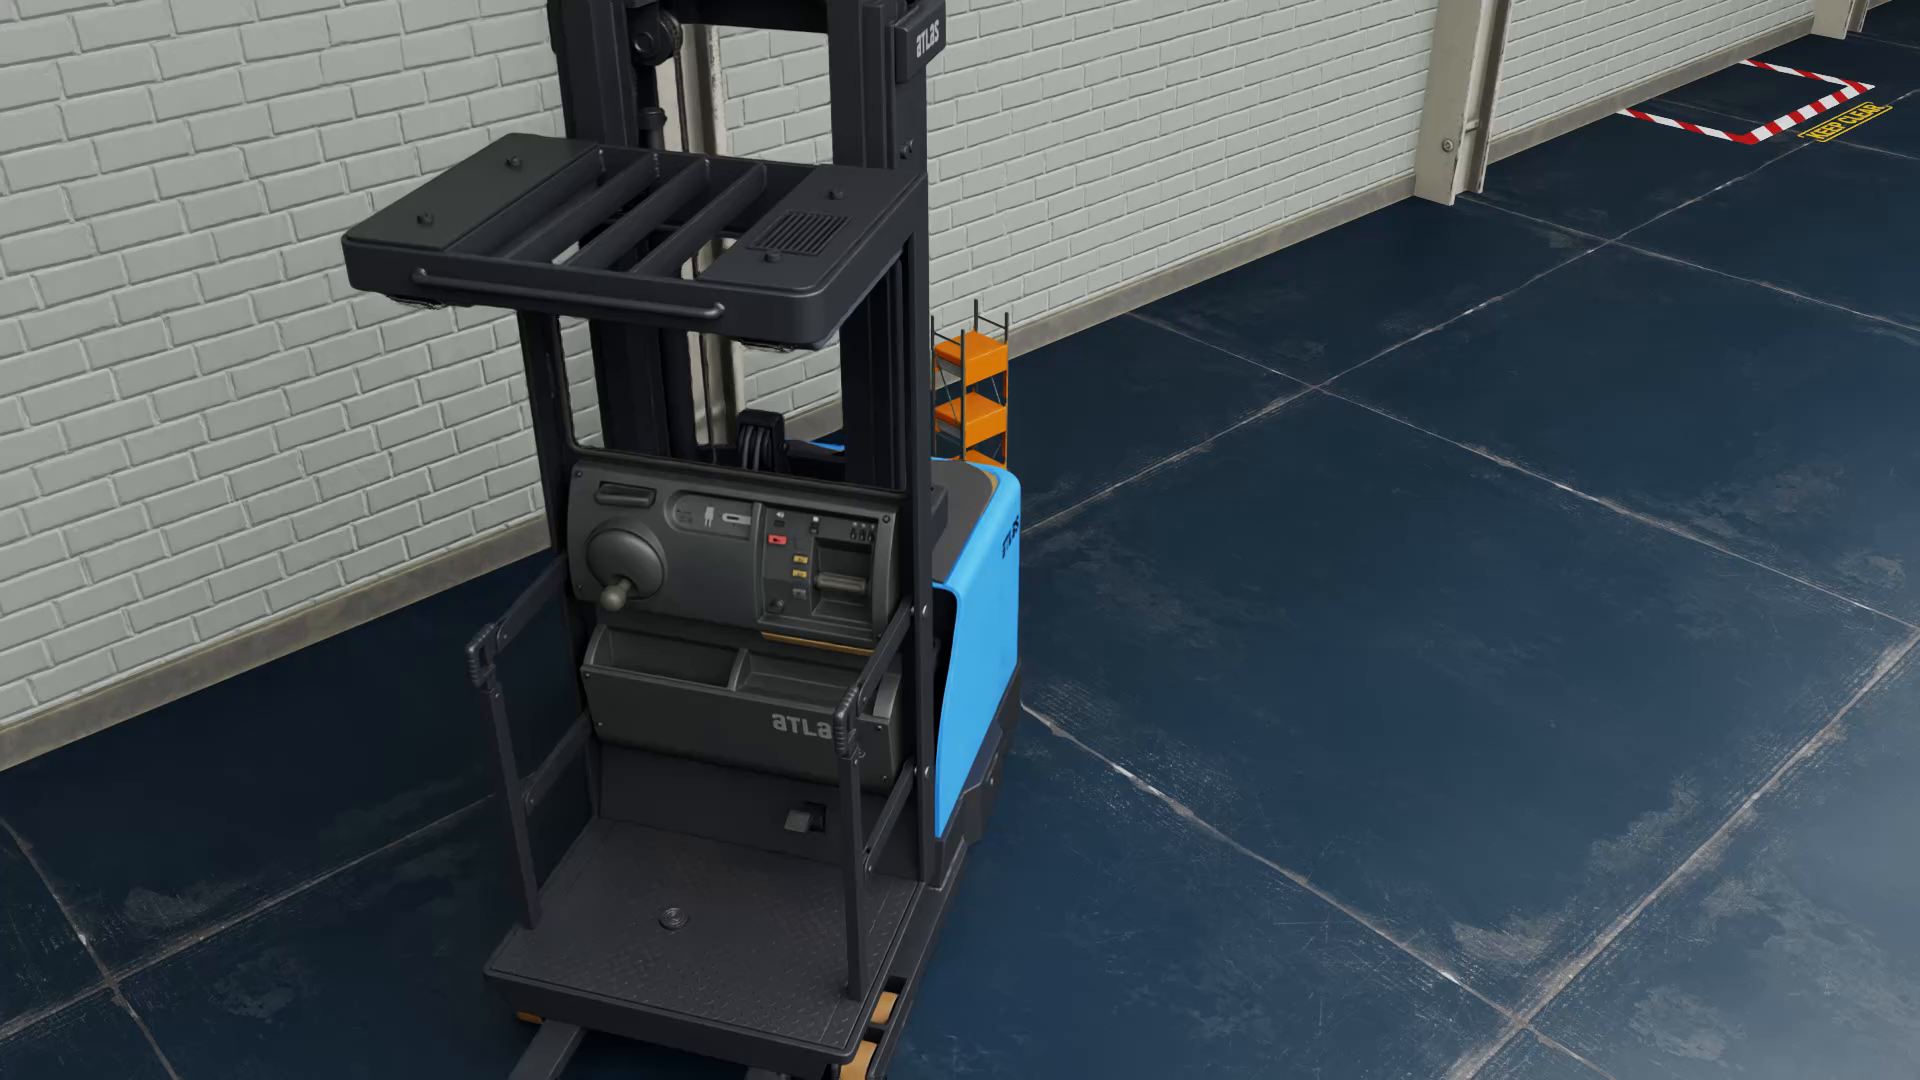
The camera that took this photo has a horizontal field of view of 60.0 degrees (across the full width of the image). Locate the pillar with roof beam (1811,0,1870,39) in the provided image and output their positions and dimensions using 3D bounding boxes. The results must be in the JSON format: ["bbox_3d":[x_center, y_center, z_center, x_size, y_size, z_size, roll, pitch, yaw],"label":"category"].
[{"bbox_3d":[10.545,-6.621,9.452,0.400,9.000,9.100,-26,40,-35],"label":"pillar with roof beam"}]

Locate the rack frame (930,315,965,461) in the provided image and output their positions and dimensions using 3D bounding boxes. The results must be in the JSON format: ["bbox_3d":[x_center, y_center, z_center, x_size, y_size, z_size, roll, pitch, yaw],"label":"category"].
[{"bbox_3d":[-0.050,-0.424,6.936,0.008,1.050,0.200,-26,40,-35],"label":"rack frame"}]

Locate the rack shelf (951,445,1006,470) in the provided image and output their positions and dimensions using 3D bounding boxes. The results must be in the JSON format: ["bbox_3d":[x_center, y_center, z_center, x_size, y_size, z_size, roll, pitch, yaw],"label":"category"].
[{"bbox_3d":[0.039,-0.221,7.158,0.240,0.259,0.215,-26,40,-35],"label":"rack shelf"}]

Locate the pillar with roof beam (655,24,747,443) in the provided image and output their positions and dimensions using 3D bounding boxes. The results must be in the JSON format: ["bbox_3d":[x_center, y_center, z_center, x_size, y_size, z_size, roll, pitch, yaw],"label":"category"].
[{"bbox_3d":[1.746,-2.364,2.491,0.400,9.000,9.100,-26,40,-35],"label":"pillar with roof beam"}]

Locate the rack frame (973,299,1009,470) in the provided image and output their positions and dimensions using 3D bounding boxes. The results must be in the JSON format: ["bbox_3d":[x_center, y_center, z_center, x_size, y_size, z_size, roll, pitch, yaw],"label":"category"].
[{"bbox_3d":[0.129,-0.510,7.078,0.008,1.050,0.200,-26,40,-35],"label":"rack frame"}]

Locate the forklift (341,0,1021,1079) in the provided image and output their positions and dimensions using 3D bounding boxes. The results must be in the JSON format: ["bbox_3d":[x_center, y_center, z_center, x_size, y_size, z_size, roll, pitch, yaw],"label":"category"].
[{"bbox_3d":[-0.679,0.091,4.291,1.130,2.935,3.031,9,32,14],"label":"forklift"}]

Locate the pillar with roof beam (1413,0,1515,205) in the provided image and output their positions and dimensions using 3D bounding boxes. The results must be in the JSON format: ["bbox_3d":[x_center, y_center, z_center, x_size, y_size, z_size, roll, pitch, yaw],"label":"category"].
[{"bbox_3d":[6.145,-4.493,5.971,0.400,9.000,9.100,-26,40,-35],"label":"pillar with roof beam"}]

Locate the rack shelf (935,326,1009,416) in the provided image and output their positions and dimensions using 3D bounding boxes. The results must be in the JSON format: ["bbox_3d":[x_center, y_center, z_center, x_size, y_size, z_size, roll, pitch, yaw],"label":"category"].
[{"bbox_3d":[0.039,-0.700,6.865,0.240,0.259,0.215,-26,40,-35],"label":"rack shelf"}]

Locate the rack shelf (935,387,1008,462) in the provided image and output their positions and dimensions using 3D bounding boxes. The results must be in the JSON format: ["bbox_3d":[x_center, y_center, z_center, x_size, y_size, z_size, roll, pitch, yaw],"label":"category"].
[{"bbox_3d":[0.039,-0.458,7.013,0.240,0.259,0.215,-26,40,-35],"label":"rack shelf"}]

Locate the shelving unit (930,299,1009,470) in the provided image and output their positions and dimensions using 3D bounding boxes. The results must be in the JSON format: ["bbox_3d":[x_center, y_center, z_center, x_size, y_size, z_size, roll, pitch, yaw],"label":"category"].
[{"bbox_3d":[0.039,-0.467,7.007,0.252,1.050,0.215,-26,40,-35],"label":"shelving unit"}]
